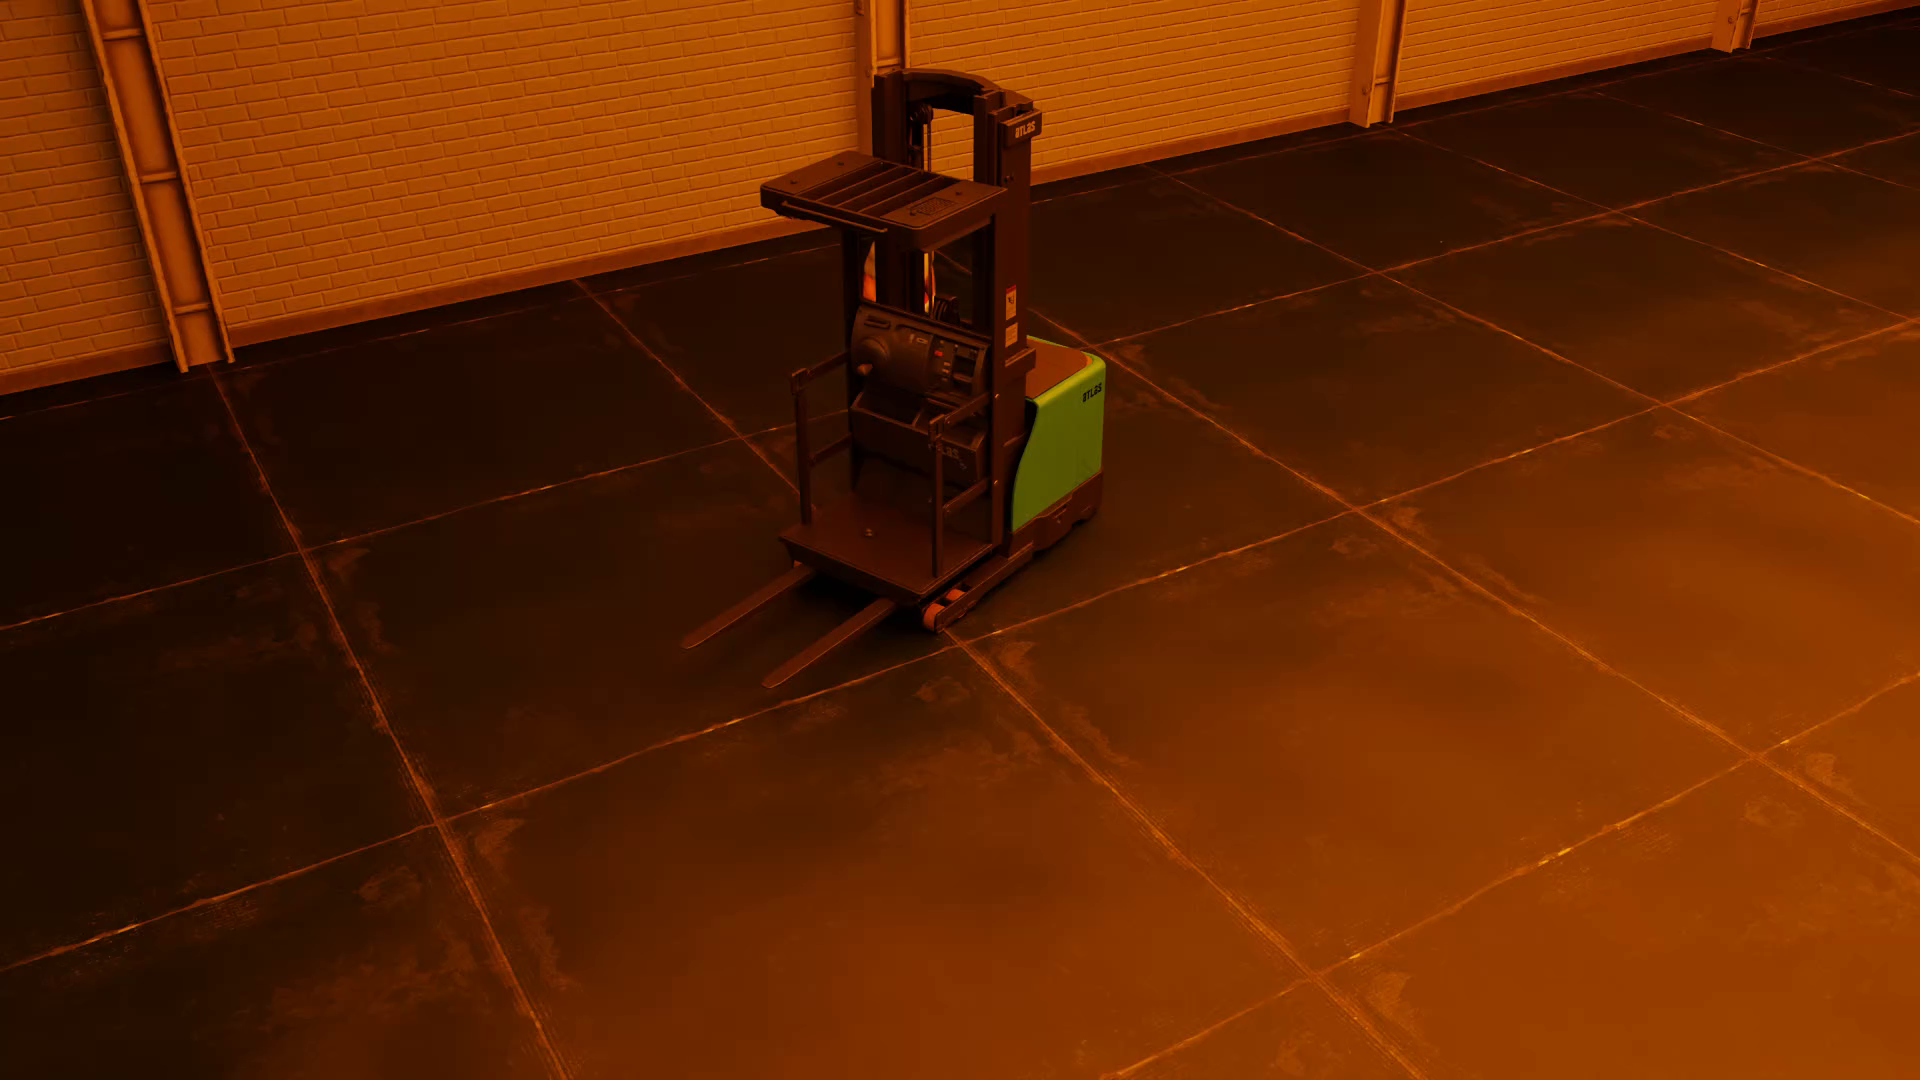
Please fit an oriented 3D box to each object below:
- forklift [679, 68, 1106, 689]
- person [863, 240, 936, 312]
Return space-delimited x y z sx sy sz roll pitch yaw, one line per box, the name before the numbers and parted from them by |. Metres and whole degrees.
forklift | -0.365 -1.007 9.329 1.130 2.935 3.031 21 37 31
person | -0.355 -1.515 11.299 0.675 1.781 0.471 -24 38 -34
